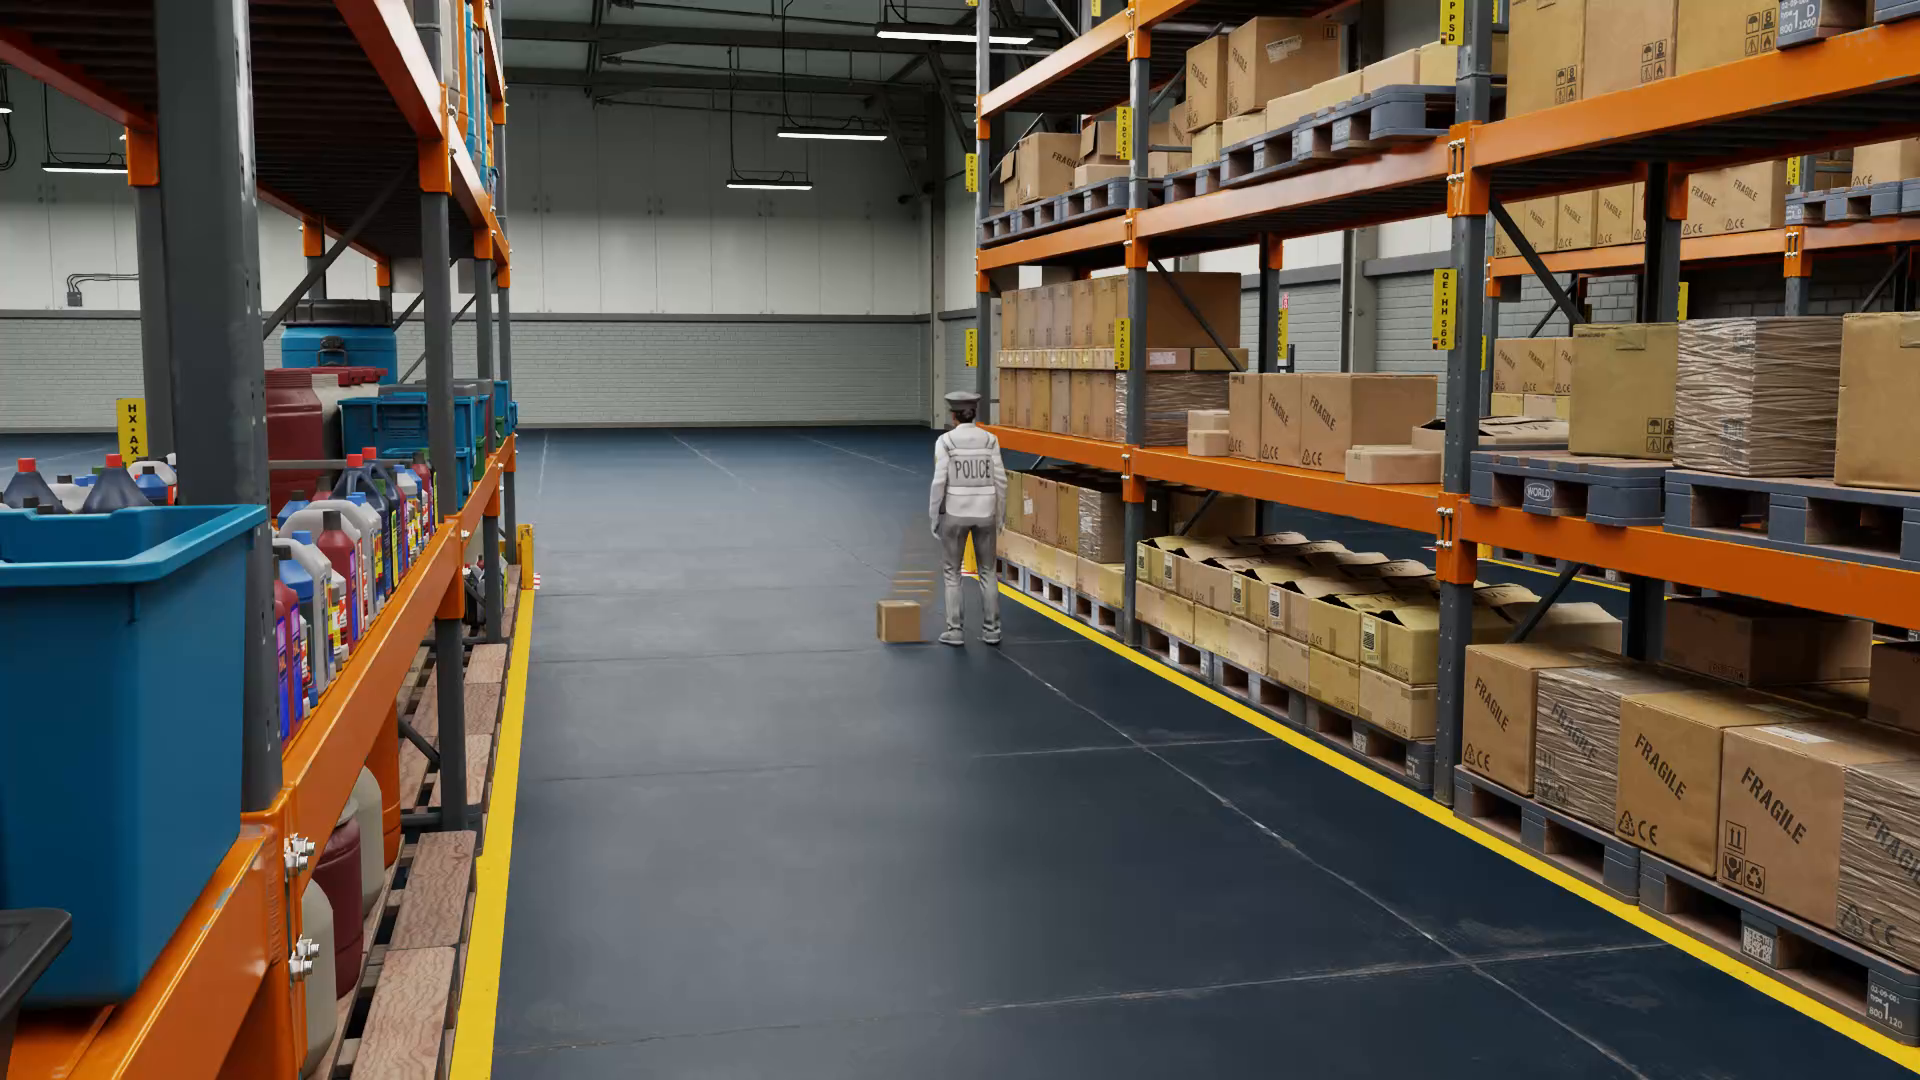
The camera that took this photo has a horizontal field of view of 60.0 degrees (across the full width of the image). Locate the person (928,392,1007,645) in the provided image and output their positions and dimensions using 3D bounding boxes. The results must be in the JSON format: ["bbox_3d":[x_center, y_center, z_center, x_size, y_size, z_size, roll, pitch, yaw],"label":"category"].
[{"bbox_3d":[0.046,-0.139,10.941,0.534,1.662,0.374,-2,6,-15],"label":"person"}]
